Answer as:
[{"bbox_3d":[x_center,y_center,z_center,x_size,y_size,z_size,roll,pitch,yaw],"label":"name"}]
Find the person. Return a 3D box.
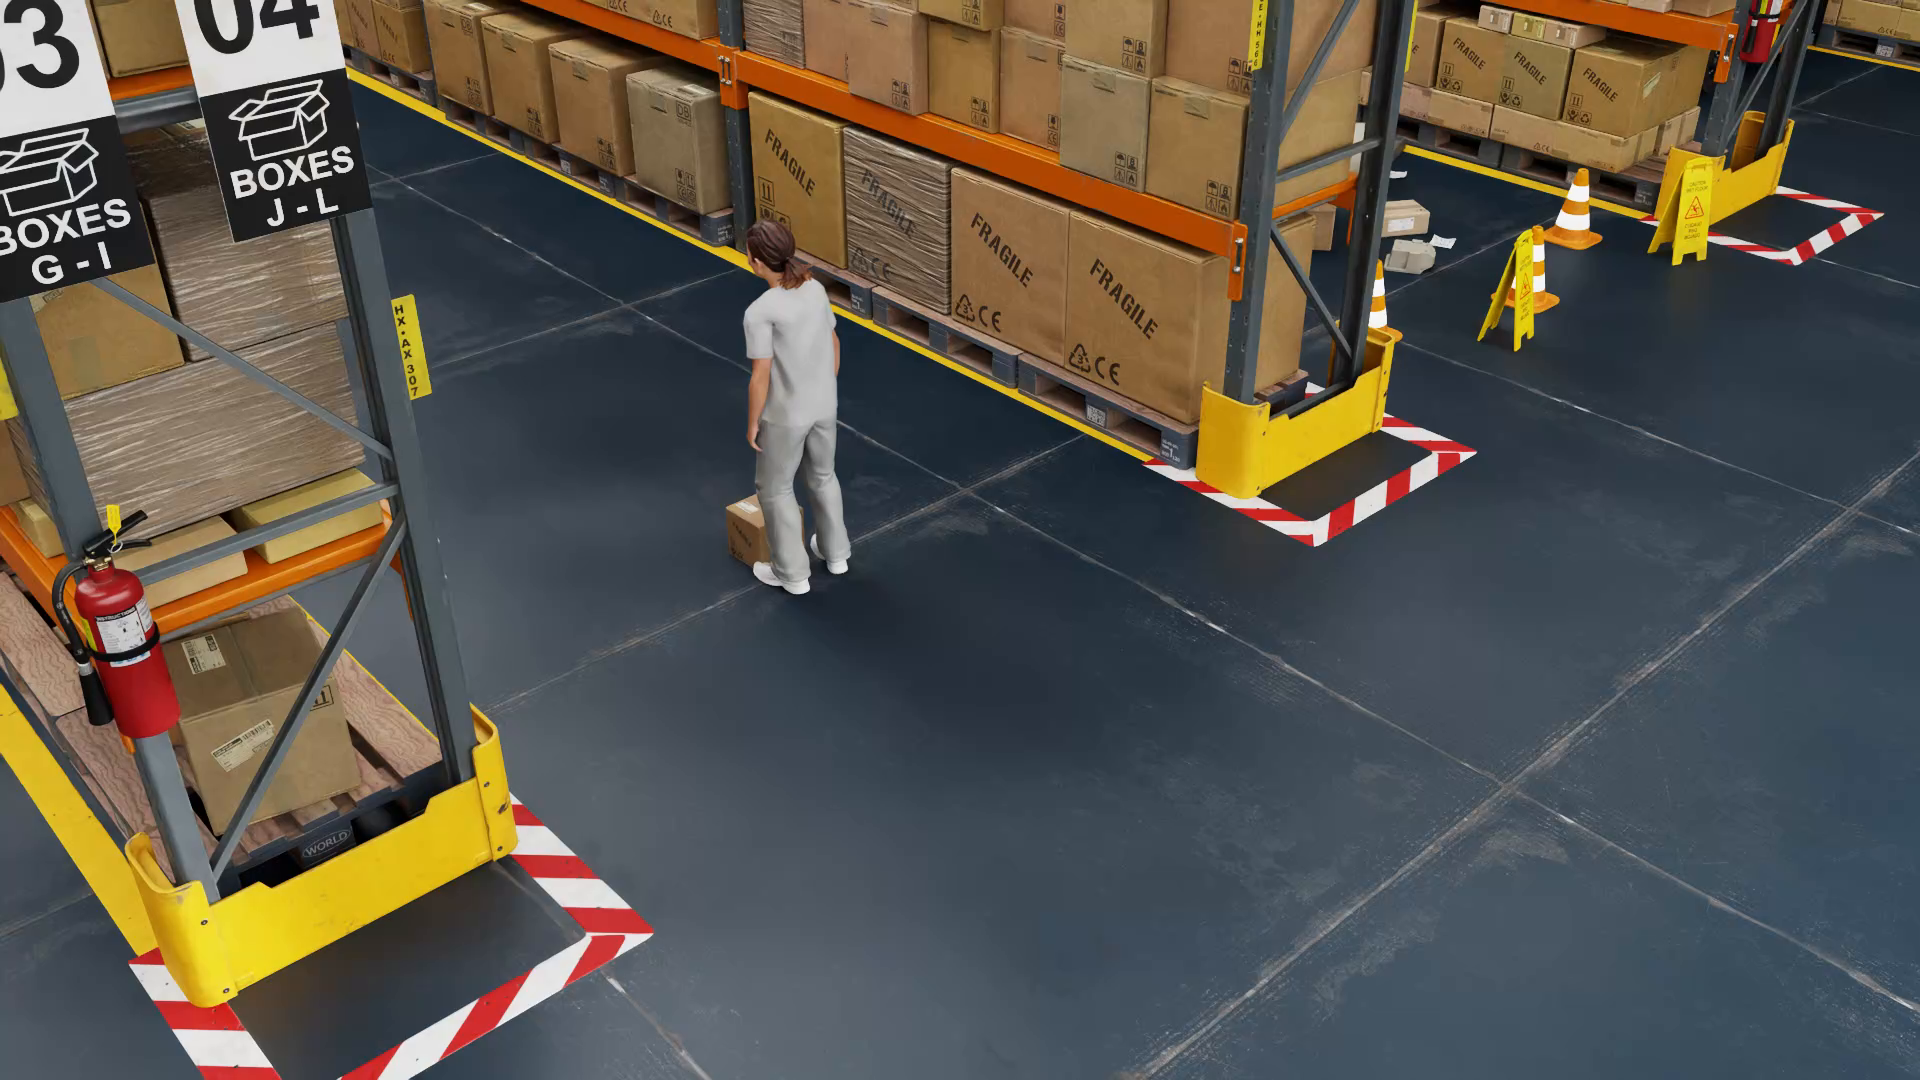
[{"bbox_3d":[-0.703,-0.550,7.023,0.361,1.671,0.501,27,41,36],"label":"person"}]
